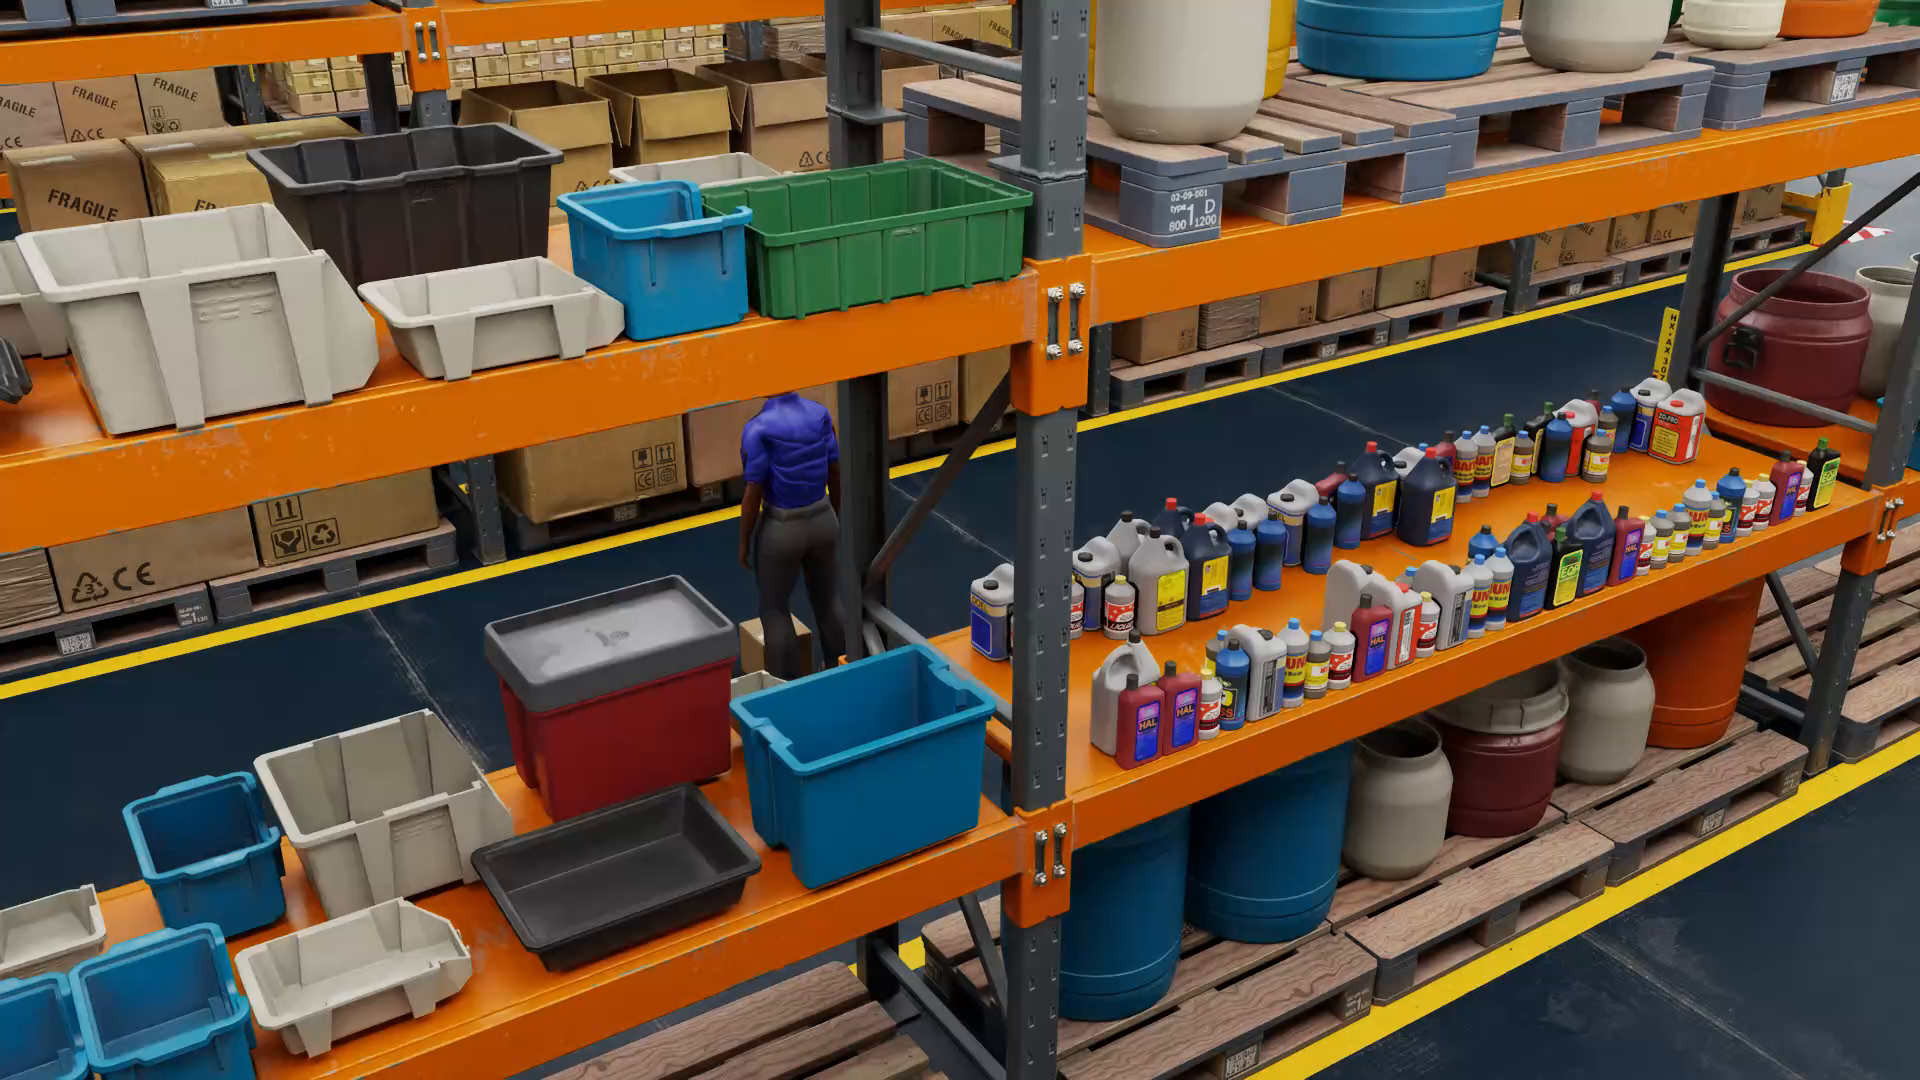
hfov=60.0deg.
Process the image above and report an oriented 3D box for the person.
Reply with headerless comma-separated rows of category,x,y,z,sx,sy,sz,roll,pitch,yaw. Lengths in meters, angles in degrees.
person,-0.714,-0.035,7.205,0.529,1.641,0.346,-17,30,-32
